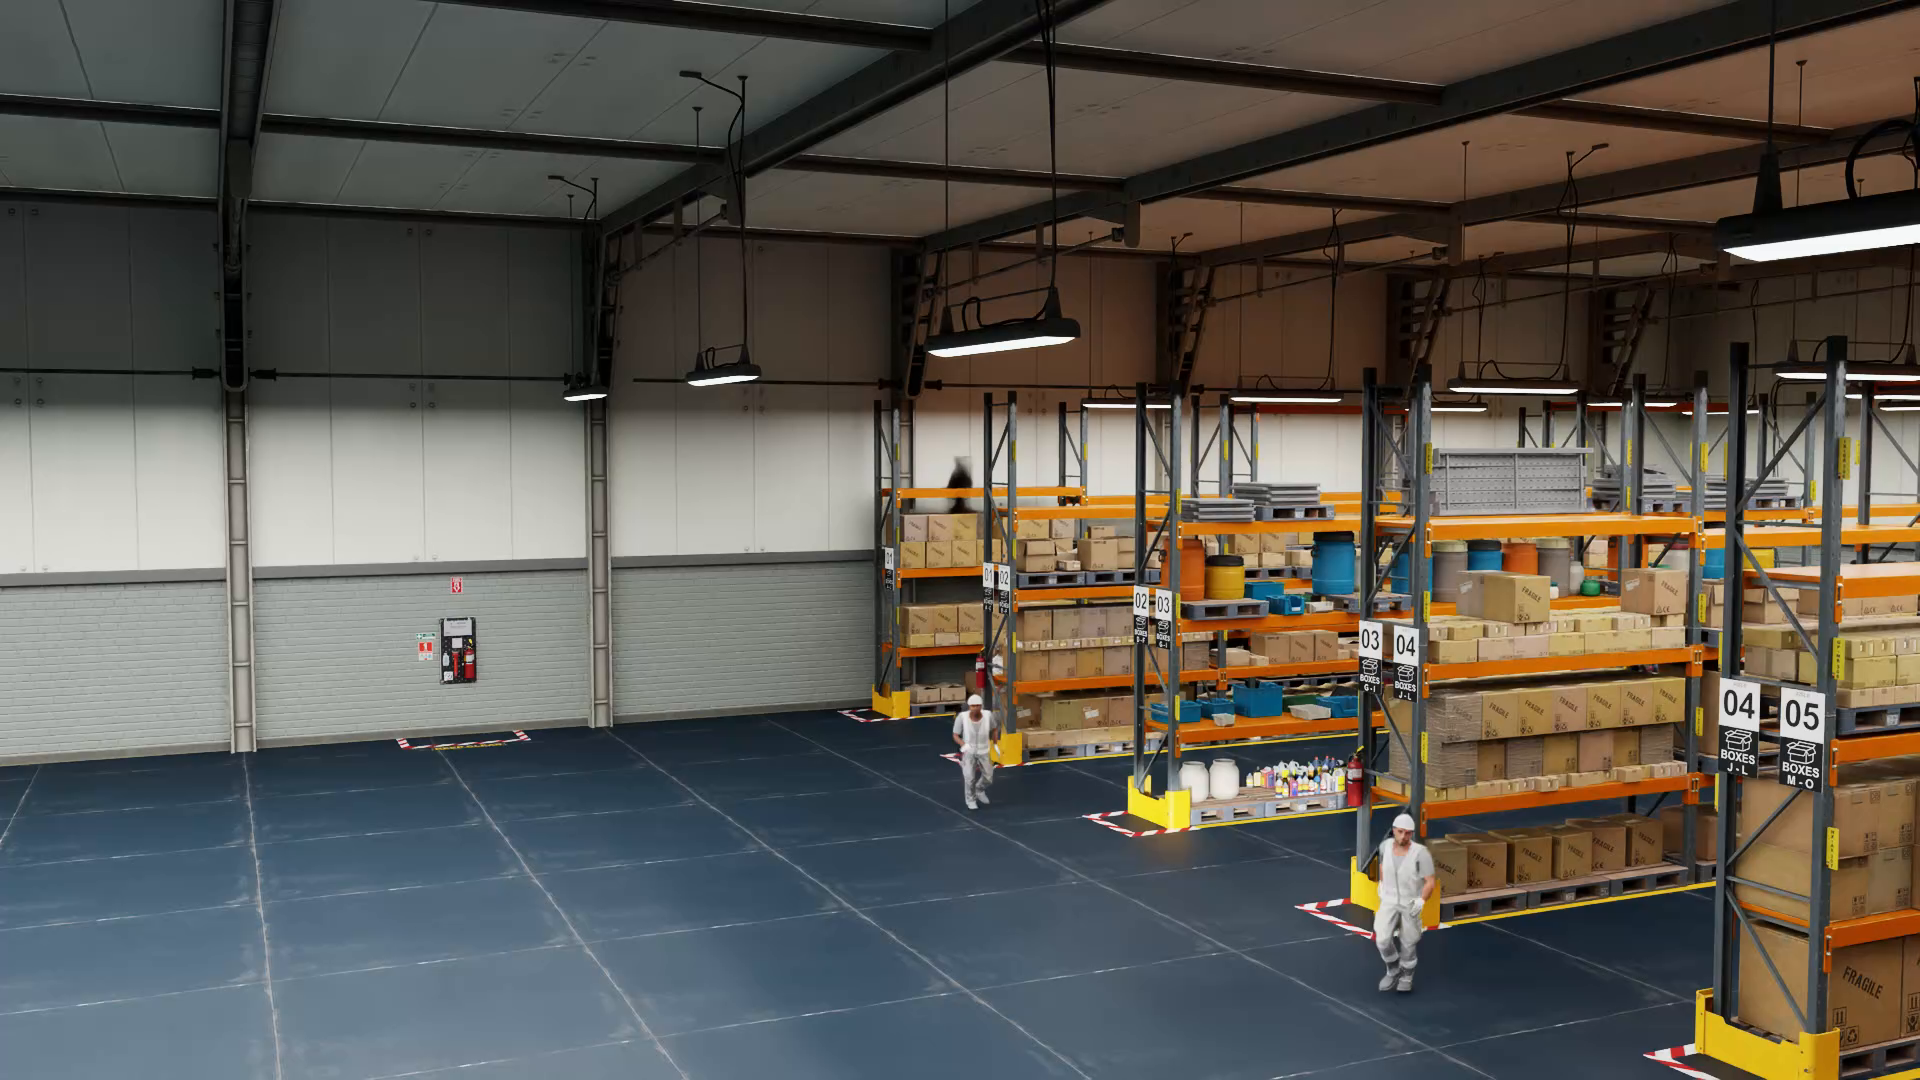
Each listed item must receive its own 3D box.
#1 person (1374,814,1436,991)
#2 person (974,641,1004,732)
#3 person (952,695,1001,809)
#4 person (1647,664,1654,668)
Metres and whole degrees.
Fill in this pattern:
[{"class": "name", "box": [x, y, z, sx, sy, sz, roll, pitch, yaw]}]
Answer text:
[{"class": "person", "box": [4.092, 3.381, 15.390, 0.627, 1.733, 0.823, 2, 4, 28]}, {"class": "person", "box": [0.551, 2.610, 29.152, 0.527, 1.703, 0.715, -1, 4, -22]}, {"class": "person", "box": [0.227, 2.975, 23.308, 0.695, 1.676, 0.794, 0, 3, -8]}, {"class": "person", "box": [15.492, 2.176, 36.828, 0.751, 1.693, 0.552, 0, 3, 6]}]
